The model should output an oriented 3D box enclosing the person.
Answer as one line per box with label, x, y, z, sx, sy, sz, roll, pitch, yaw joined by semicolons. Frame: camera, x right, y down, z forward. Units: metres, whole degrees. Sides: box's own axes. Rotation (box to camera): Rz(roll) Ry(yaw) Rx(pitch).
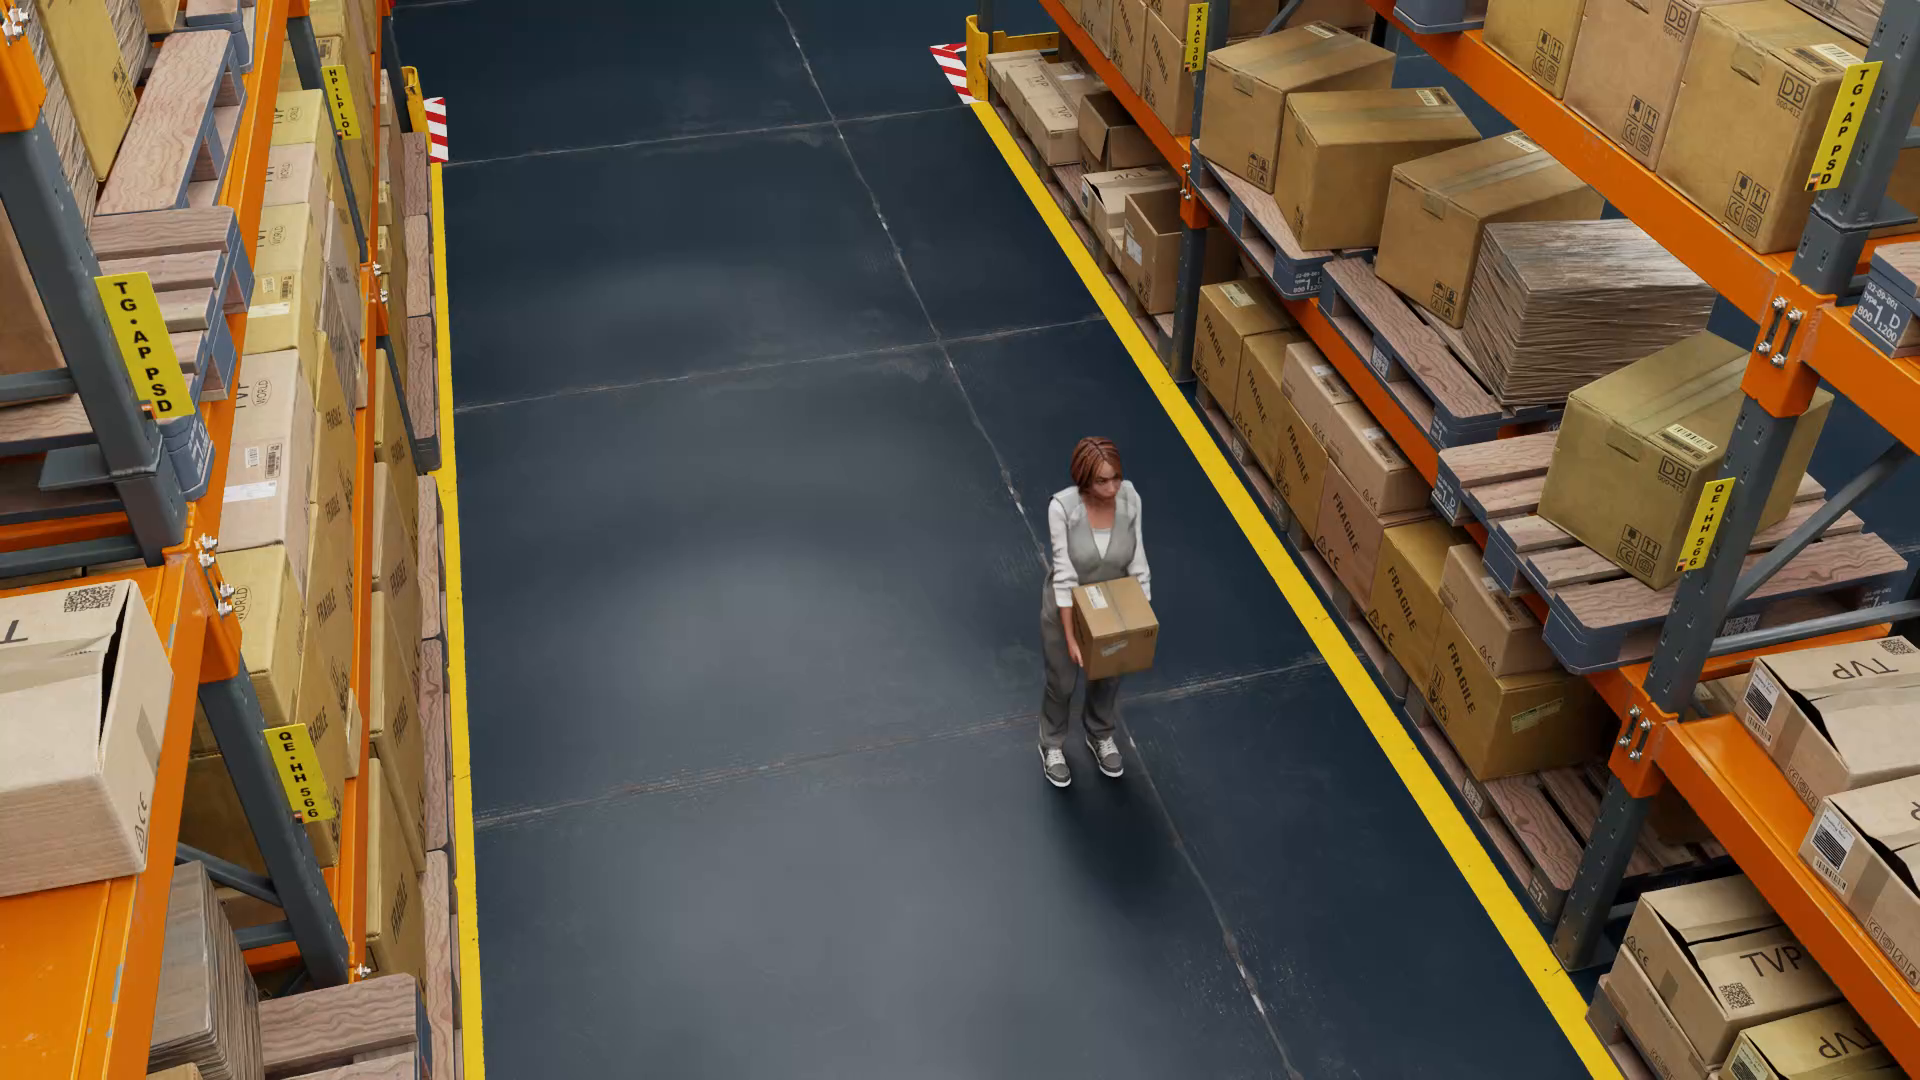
person;0.514;0.325;6.318;0.375;1.600;0.502;-10;40;-12
